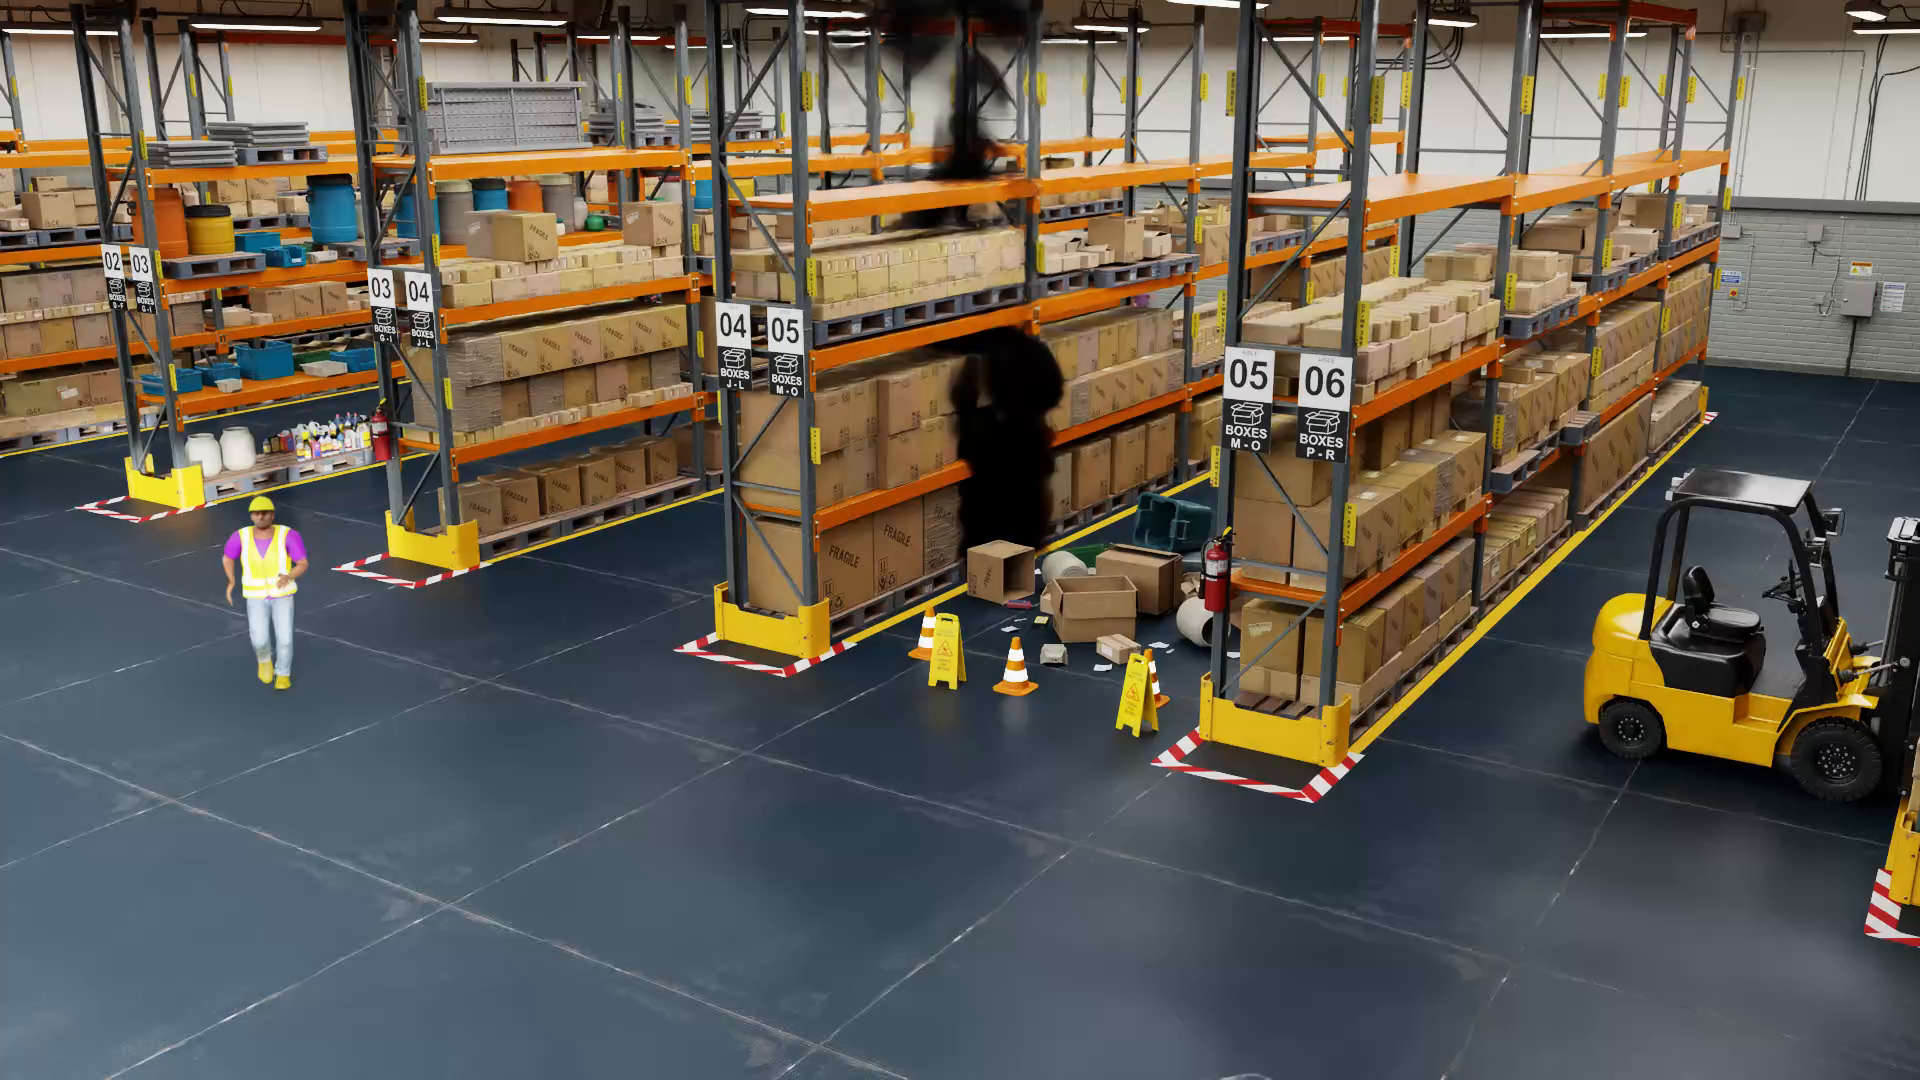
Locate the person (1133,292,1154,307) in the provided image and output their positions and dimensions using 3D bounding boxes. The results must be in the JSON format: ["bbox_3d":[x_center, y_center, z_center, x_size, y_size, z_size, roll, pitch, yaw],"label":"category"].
[{"bbox_3d":[3.473,-4.385,32.052,0.536,1.607,0.659,-10,18,-31],"label":"person"}]

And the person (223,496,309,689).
[{"bbox_3d":[-5.929,0.478,14.259,0.692,1.724,0.607,-5,16,-19],"label":"person"}]
